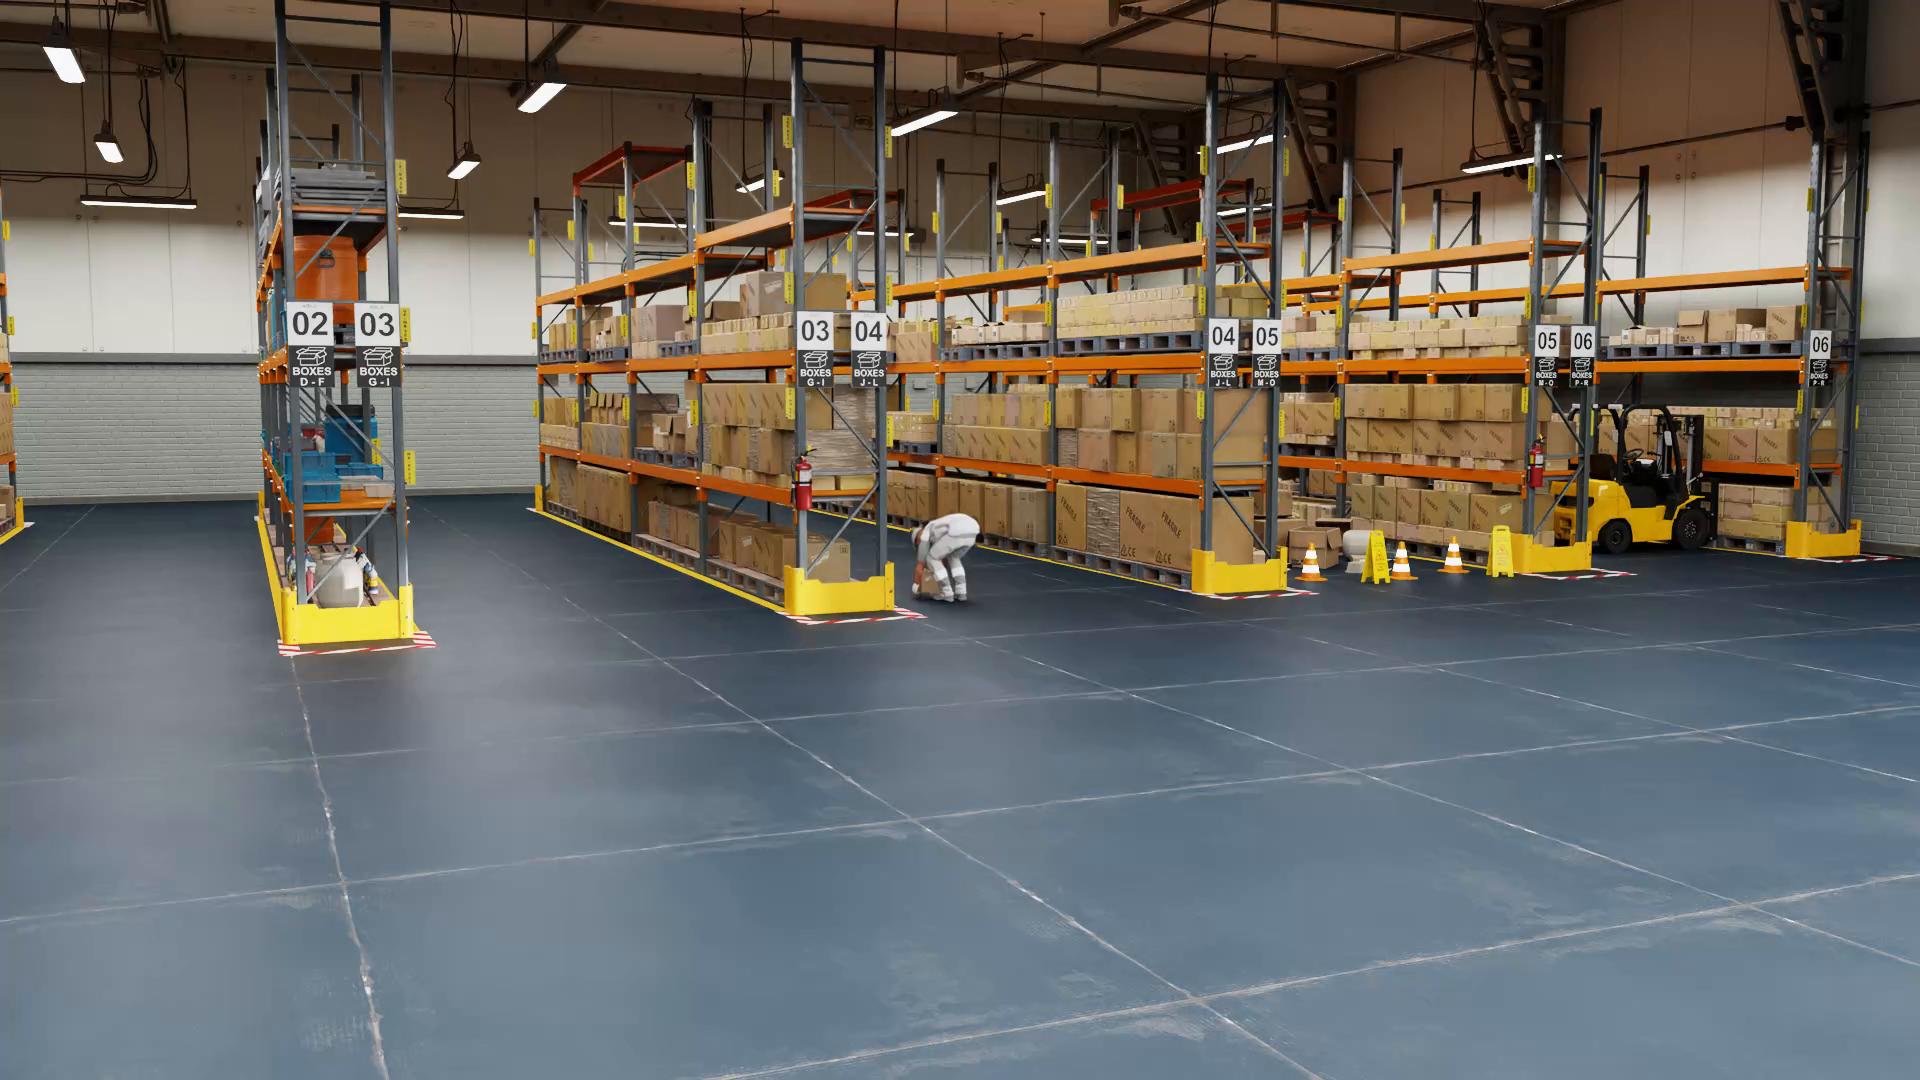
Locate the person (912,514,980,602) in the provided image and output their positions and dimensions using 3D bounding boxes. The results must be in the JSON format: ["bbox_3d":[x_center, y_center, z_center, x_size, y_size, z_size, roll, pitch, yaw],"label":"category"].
[{"bbox_3d":[-0.202,0.183,18.913,0.949,0.984,0.516,5,7,44],"label":"person"}]
